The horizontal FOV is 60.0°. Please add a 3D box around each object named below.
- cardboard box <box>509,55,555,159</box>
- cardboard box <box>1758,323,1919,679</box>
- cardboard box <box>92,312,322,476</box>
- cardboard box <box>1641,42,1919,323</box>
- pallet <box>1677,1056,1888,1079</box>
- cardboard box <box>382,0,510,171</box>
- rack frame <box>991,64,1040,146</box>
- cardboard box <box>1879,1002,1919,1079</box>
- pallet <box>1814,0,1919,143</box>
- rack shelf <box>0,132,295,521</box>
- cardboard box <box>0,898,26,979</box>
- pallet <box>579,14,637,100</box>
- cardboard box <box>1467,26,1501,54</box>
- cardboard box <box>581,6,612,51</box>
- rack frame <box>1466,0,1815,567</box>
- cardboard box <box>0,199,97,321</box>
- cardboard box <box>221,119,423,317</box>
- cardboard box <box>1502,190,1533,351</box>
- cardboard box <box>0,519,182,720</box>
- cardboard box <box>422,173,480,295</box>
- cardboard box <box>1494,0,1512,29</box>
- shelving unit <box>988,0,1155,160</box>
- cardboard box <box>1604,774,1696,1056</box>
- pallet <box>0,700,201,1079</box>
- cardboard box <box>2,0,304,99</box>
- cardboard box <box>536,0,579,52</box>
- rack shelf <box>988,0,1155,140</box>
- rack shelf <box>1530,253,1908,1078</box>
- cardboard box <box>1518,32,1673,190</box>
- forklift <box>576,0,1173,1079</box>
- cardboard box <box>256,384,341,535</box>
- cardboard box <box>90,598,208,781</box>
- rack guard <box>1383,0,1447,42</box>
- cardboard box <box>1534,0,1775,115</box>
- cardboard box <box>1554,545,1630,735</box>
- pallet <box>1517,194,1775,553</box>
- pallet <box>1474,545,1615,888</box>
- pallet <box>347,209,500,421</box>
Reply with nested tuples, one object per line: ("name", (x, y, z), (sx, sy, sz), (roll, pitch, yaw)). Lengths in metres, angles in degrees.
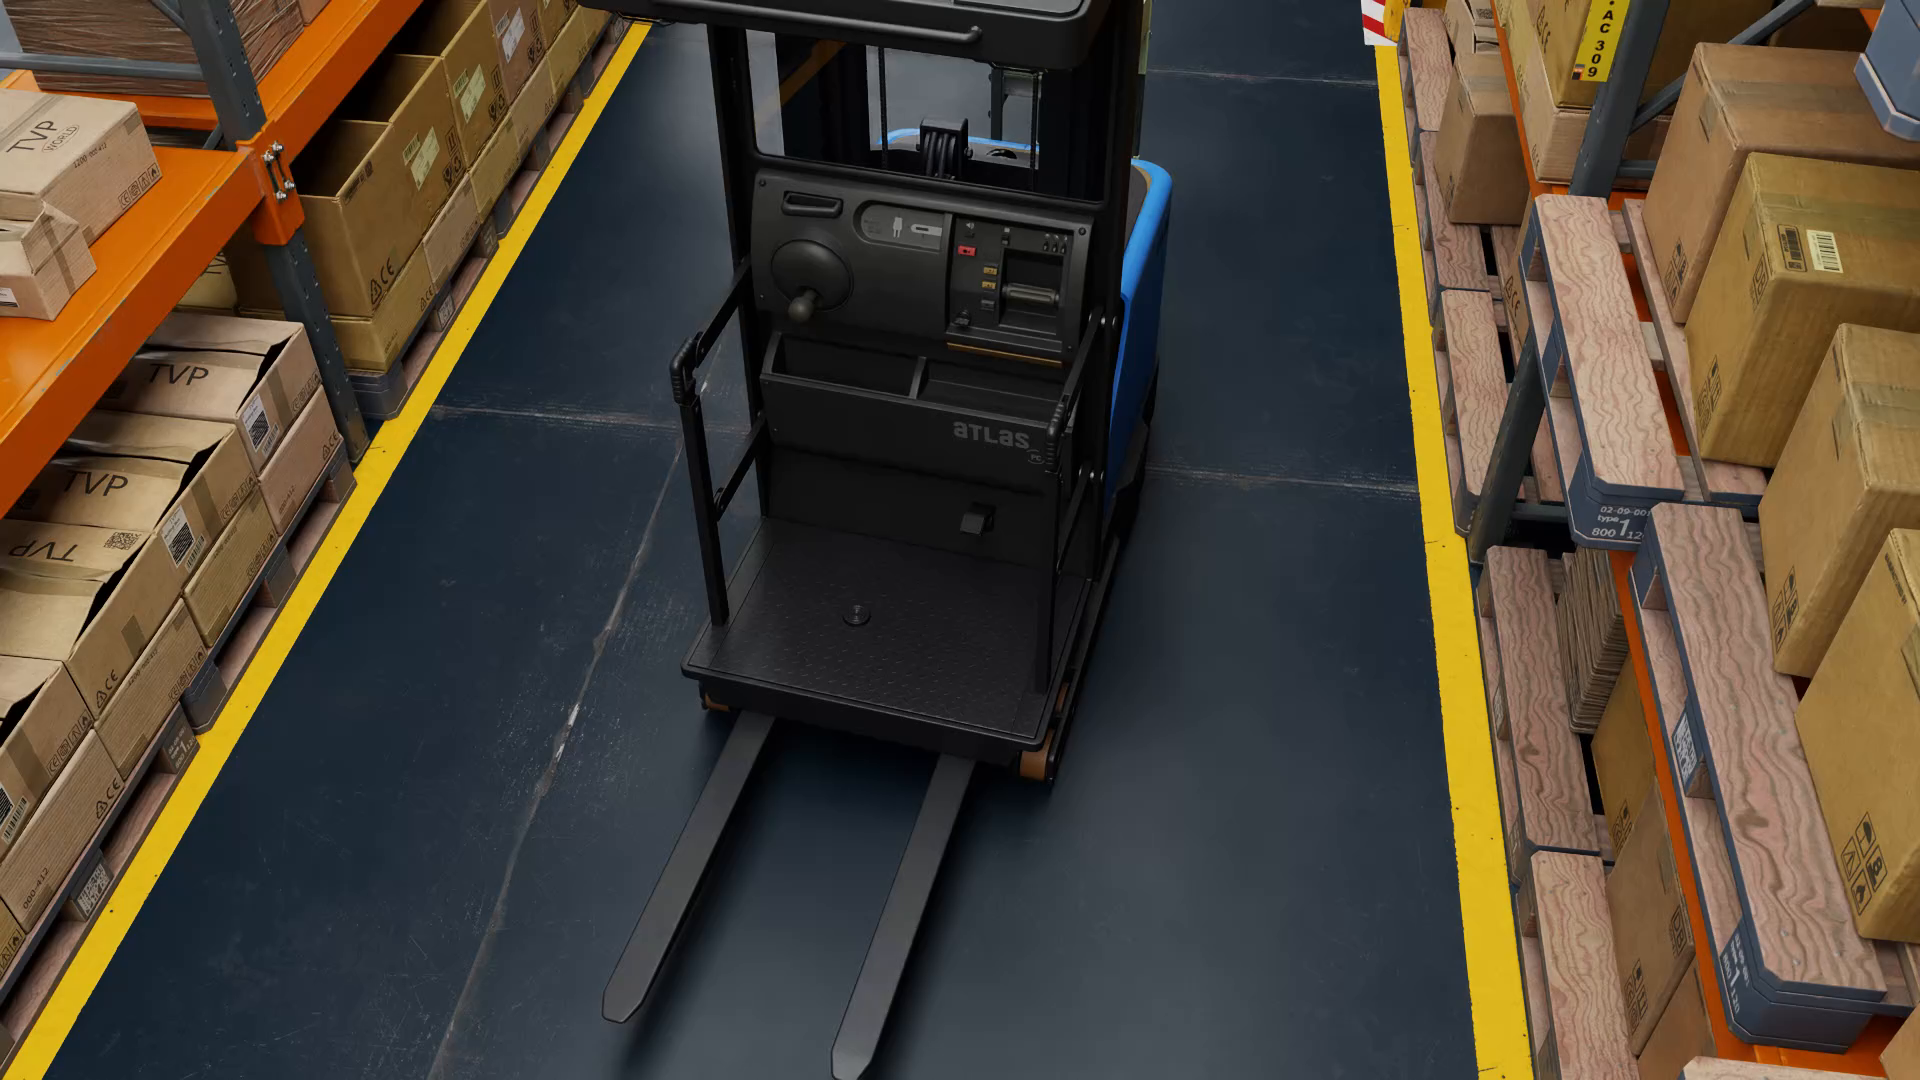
("cardboard box", (-2.108, -1.912, 7.282), (0.500, 0.250, 0.500), (5, 44, 6))
("cardboard box", (2.000, -0.020, 3.197), (0.700, 0.500, 0.500), (11, 45, 11))
("cardboard box", (-2.442, -0.503, 5.386), (0.500, 0.311, 0.500), (5, 44, 6))
("cardboard box", (2.137, -0.852, 4.075), (0.700, 0.500, 0.500), (5, 44, 6))
("pallet", (1.698, 1.301, 2.334), (1.213, 0.211, 1.003), (5, 44, 6))
("cardboard box", (-2.169, -1.843, 6.664), (0.500, 0.500, 0.500), (5, 44, 6))
("rack frame", (0.301, -1.150, 5.873), (0.400, 1.500, 0.023), (11, 45, 11))
("cardboard box", (1.808, 0.826, 2.303), (0.700, 0.500, 0.500), (1, 43, 2))
("pallet", (1.917, -0.902, 2.476), (1.213, 0.211, 1.003), (5, 44, 6))
("rack shelf", (-2.937, 0.177, 3.905), (1.077, 0.370, 4.000), (5, 44, 6))
("cardboard box", (-2.713, 1.097, 4.104), (0.500, 0.250, 0.500), (4, 44, 4))
("pallet", (-2.203, -2.636, 8.380), (1.003, 0.211, 1.213), (5, 44, 6))
("cardboard box", (2.511, -2.057, 7.377), (0.500, 0.311, 0.500), (9, 44, 9))
("cardboard box", (-1.976, -2.593, 8.002), (0.500, 0.250, 0.500), (5, 44, 6))
("rack frame", (2.238, -1.000, 4.624), (1.000, 3.000, 0.127), (5, 44, 6))
("cardboard box", (-2.607, -0.783, 4.493), (0.396, 0.266, 0.258), (4, 44, 4))
("cardboard box", (-2.301, -1.161, 5.944), (0.500, 0.500, 0.500), (5, 44, 6))
("cardboard box", (2.336, -0.963, 6.083), (0.500, 0.500, 0.500), (2, 43, 2))
("cardboard box", (-2.573, 0.192, 4.652), (0.500, 0.311, 0.500), (5, 44, 5))
("cardboard box", (-2.240, -1.230, 6.562), (0.500, 0.250, 0.500), (5, 44, 6))
("cardboard box", (2.125, -1.986, 5.760), (0.500, 0.250, 0.500), (5, 44, 5))
("shelving unit", (0.400, -1.392, 6.129), (0.431, 1.500, 0.755), (11, 45, 11))
("cardboard box", (2.031, 0.952, 4.061), (0.700, 0.500, 0.500), (6, 44, 6))
("pallet", (-2.890, 0.905, 4.641), (1.003, 0.211, 1.213), (5, 44, 6))
("cardboard box", (-2.620, -1.787, 5.383), (0.700, 0.500, 0.500), (4, 44, 4))
("cardboard box", (-2.037, -2.524, 7.383), (0.500, 0.500, 0.500), (5, 44, 6))
("rack shelf", (0.400, -1.675, 5.861), (0.431, 0.370, 0.720), (11, 45, 11))
("rack shelf", (1.974, 0.625, 3.432), (1.077, 0.370, 4.000), (5, 44, 6))
("cardboard box", (2.000, -1.303, 5.039), (0.500, 0.250, 0.500), (5, 44, 6))
("forklift", (-0.169, -0.648, 4.302), (1.130, 2.935, 3.031), (11, 45, 11))
("cardboard box", (-2.440, -0.292, 5.572), (0.500, 0.250, 0.500), (5, 44, 5))
("cardboard box", (-2.576, 0.401, 4.839), (0.500, 0.250, 0.500), (6, 44, 6))
("rack guard", (2.757, -2.766, 8.308), (1.175, 0.500, 0.348), (5, 44, 6))
("cardboard box", (1.994, -1.575, 4.781), (0.500, 0.500, 0.500), (5, 44, 5))
("cardboard box", (2.157, 0.251, 4.801), (0.700, 0.500, 0.500), (7, 44, 7))
("pallet", (1.993, -0.422, 4.154), (1.003, 0.211, 1.213), (5, 44, 6))
("pallet", (2.137, 0.544, 5.022), (1.003, 0.211, 1.213), (5, 44, 6))
("pallet", (-2.526, -0.973, 6.624), (1.003, 0.211, 1.213), (5, 44, 6))
